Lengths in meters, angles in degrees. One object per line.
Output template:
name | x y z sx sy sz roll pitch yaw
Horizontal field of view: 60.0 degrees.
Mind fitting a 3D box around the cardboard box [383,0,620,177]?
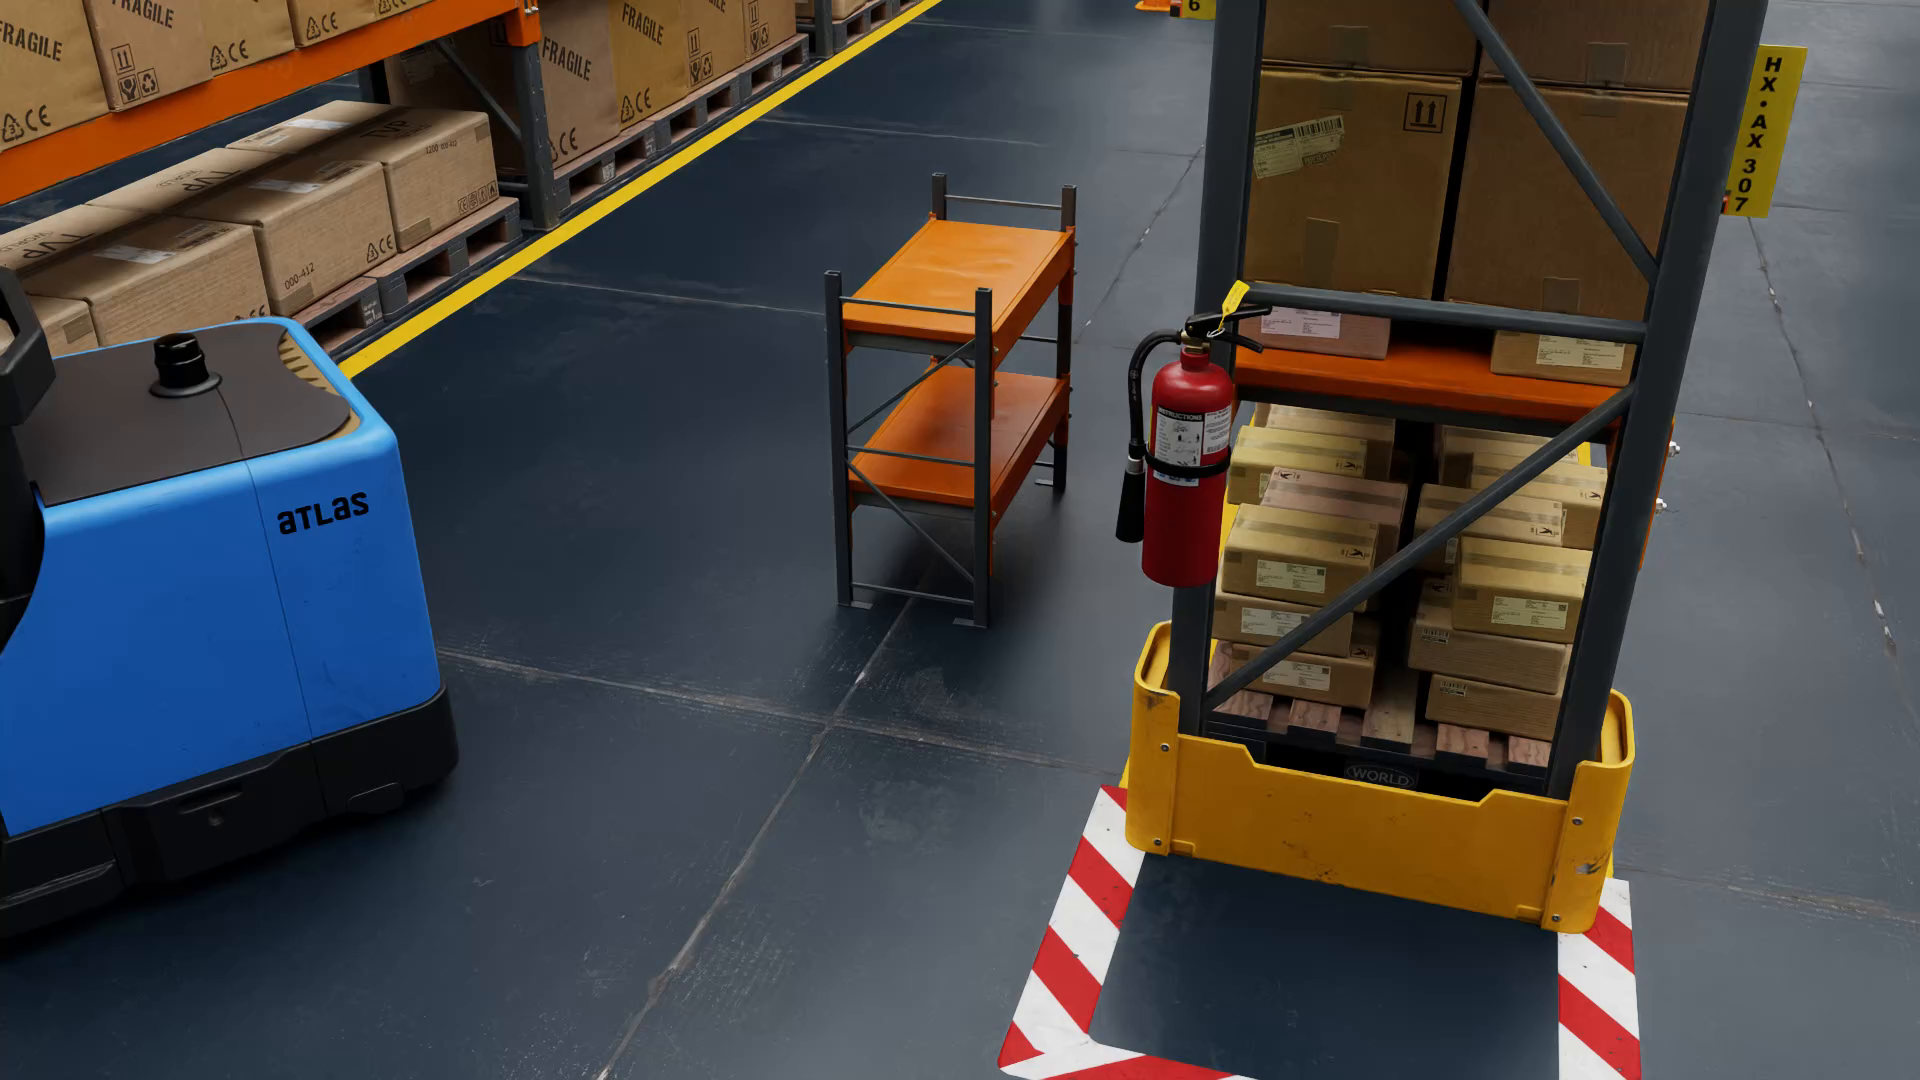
cardboard box | -2.479 -2.548 8.998 0.875 0.875 0.875 9 30 16

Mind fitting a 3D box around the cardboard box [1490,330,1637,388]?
cardboard box | 1.411 -0.469 3.766 0.380 0.149 0.250 8 30 14

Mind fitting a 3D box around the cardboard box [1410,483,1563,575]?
cardboard box | 1.447 -0.013 4.576 0.380 0.149 0.250 9 30 16

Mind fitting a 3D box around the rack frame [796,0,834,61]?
rack frame | -1.411 -4.852 11.387 1.000 3.000 0.127 8 30 15

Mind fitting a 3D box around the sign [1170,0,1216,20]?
sign | 0.478 -1.208 3.319 0.100 0.325 0.005 8 30 15

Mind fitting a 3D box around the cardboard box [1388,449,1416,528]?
cardboard box | 1.213 -0.181 5.184 0.380 0.149 0.250 8 30 14

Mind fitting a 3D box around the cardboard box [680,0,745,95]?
cardboard box | -1.959 -3.384 10.502 0.875 0.875 0.875 9 30 15

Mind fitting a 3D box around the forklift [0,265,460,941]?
forklift | -2.871 -0.402 3.458 3.031 2.935 1.130 -18 34 -29

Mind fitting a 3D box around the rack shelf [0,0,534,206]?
rack shelf | -3.172 -1.750 6.549 1.077 0.370 4.000 8 30 15

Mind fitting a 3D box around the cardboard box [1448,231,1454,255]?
cardboard box | 1.522 -0.851 4.452 0.380 0.149 0.250 10 31 17

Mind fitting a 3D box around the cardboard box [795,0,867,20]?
cardboard box | -1.235 -4.149 12.393 0.950 0.372 0.625 6 30 11

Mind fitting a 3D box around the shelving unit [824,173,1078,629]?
shelving unit | -0.002 -0.488 5.471 0.538 1.125 1.048 8 30 15

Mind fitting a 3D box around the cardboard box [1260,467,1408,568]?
cardboard box | 1.045 -0.063 4.667 0.380 0.149 0.250 9 30 16

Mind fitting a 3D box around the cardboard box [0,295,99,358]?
cardboard box | -3.661 -0.519 5.801 0.875 0.438 0.875 7 30 13

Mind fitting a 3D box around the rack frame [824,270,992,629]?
rack frame | -0.151 -0.252 5.046 0.500 1.125 0.032 8 30 15

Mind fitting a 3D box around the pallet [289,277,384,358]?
pallet | -3.239 -0.864 7.086 1.003 0.211 1.213 8 30 15

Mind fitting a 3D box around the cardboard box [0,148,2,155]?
cardboard box | -3.344 -1.360 5.007 0.500 0.500 0.500 8 30 14

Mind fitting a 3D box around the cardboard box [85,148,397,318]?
cardboard box | -3.134 -1.365 7.321 0.875 0.438 0.875 8 30 13

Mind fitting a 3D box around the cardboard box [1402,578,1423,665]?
cardboard box | 1.461 0.256 4.705 0.380 0.149 0.250 8 30 15

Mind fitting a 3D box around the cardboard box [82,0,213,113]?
cardboard box | -3.055 -1.833 5.857 0.500 0.500 0.500 8 30 15

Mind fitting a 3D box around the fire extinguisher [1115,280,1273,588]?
fire extinguisher | 0.488 -0.227 3.536 0.296 0.674 0.183 8 30 15

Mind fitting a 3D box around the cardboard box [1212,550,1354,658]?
cardboard box | 0.885 0.171 4.551 0.380 0.149 0.250 8 30 14

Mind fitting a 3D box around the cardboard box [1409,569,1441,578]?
cardboard box | 1.524 0.005 4.850 0.380 0.149 0.250 9 30 16

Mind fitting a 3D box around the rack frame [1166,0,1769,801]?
rack frame | 1.003 -0.475 3.518 1.000 3.000 0.127 8 30 15

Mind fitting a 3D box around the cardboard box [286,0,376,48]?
cardboard box | -2.756 -2.309 6.713 0.500 0.500 0.500 8 30 14

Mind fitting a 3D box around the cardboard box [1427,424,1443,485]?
cardboard box | 1.690 -0.236 5.283 0.380 0.149 0.250 7 30 12

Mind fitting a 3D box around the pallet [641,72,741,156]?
pallet | -2.074 -2.713 10.410 1.003 0.211 1.213 8 30 15

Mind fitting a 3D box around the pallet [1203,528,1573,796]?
pallet | 1.297 0.336 4.929 1.003 0.211 1.213 8 30 15

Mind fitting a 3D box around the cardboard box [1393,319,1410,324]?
cardboard box | 0.937 -0.667 4.122 0.380 0.149 0.250 8 30 15

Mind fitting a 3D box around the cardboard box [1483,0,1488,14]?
cardboard box | 1.530 -1.492 3.909 0.500 0.500 0.500 9 30 16

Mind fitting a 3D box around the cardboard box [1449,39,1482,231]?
cardboard box | 1.531 -1.070 4.180 0.500 0.500 0.500 9 30 15

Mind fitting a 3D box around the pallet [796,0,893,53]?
pallet | -1.180 -3.997 12.717 1.003 0.211 1.213 8 30 15

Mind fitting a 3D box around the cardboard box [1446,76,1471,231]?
cardboard box | 1.045 -1.133 4.292 0.500 0.500 0.500 8 30 14

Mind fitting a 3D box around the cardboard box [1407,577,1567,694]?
cardboard box | 1.402 0.250 4.409 0.380 0.149 0.250 10 31 17

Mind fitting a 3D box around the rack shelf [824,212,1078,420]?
rack shelf | -0.002 -0.744 5.329 0.538 0.278 1.000 8 30 15

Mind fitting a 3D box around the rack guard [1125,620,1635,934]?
rack guard | 1.025 0.582 4.190 1.175 0.500 0.348 8 30 15

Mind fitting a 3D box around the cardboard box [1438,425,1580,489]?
cardboard box | 1.637 -0.239 4.983 0.380 0.149 0.250 7 30 12

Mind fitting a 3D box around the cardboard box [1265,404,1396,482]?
cardboard box | 1.136 -0.313 5.116 0.380 0.149 0.250 7 30 13

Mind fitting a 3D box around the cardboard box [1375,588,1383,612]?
cardboard box | 1.096 0.068 5.042 0.380 0.149 0.250 8 30 15
